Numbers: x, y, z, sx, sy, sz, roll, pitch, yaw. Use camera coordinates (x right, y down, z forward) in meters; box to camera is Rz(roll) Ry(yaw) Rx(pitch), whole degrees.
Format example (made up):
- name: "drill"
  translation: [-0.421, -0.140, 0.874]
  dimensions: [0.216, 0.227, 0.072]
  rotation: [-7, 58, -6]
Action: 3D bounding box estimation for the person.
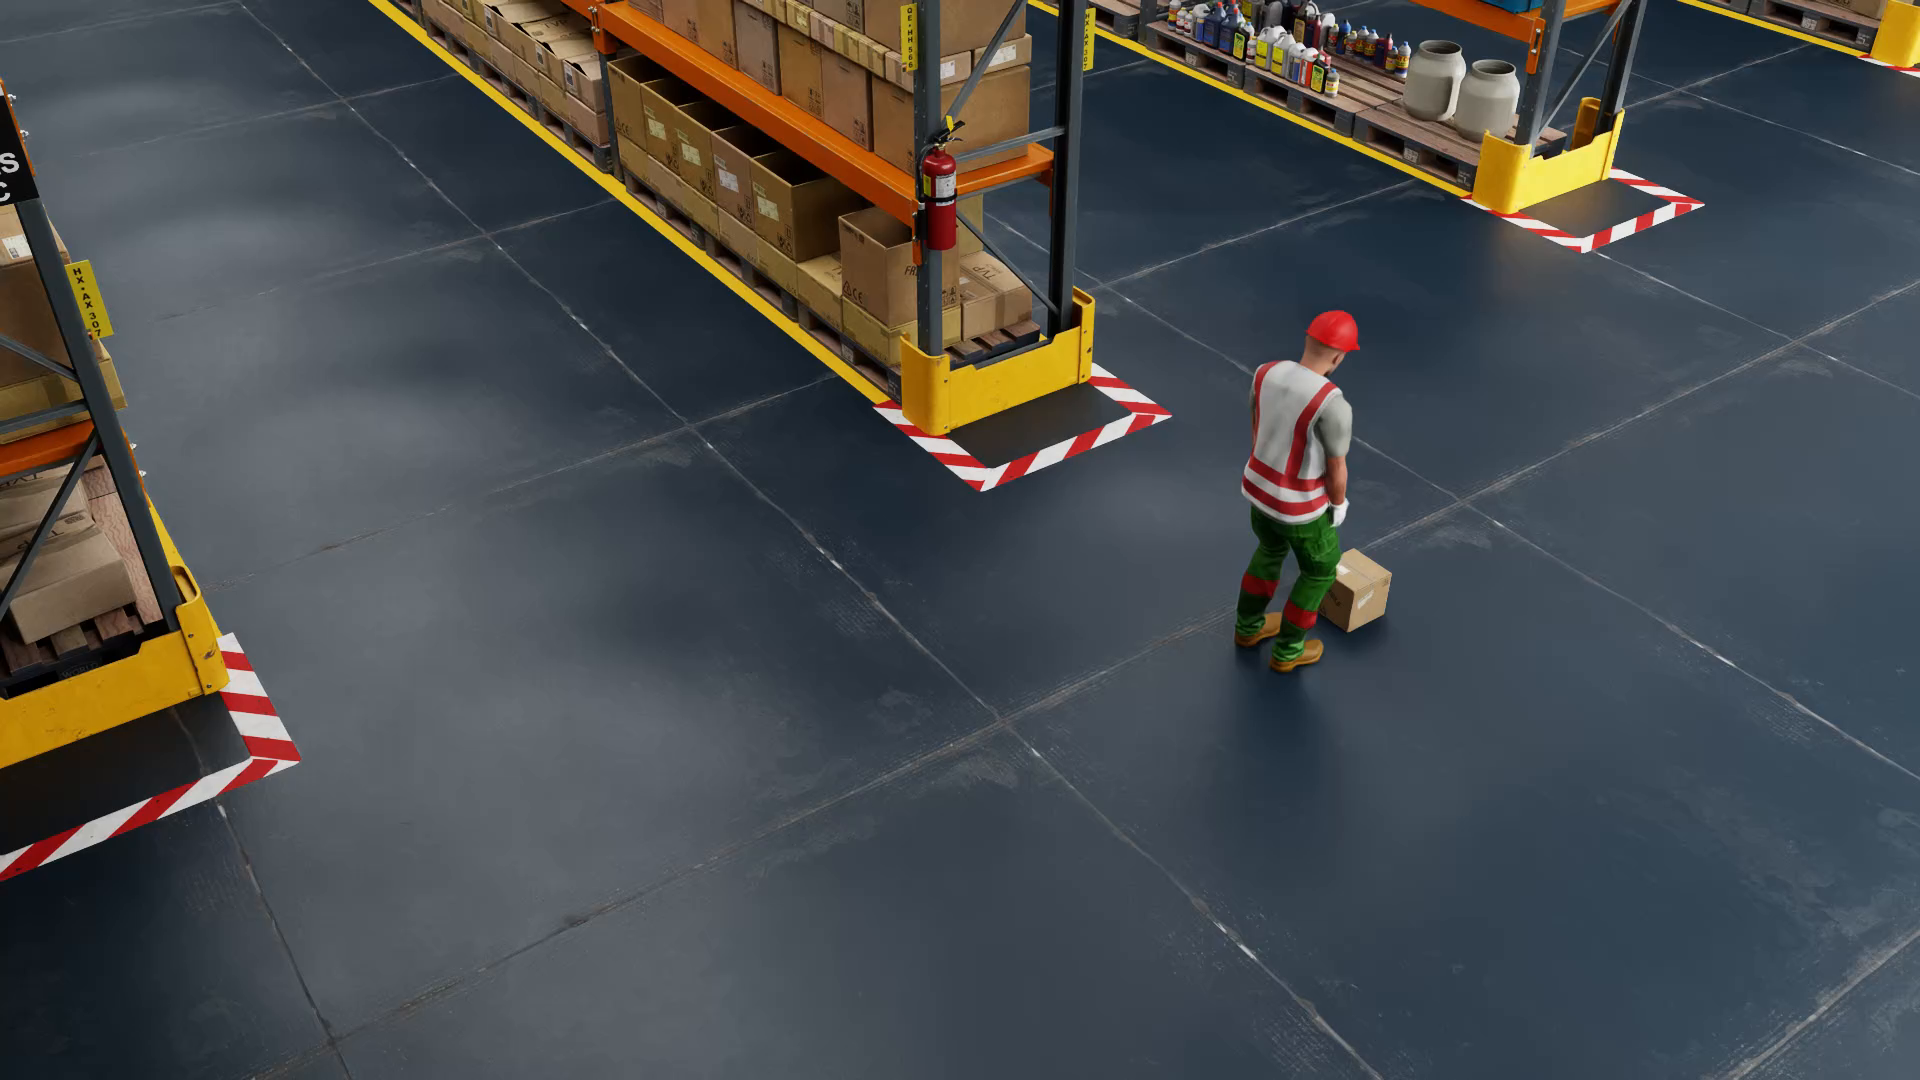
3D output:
- name: "person"
  translation: [1.476, -0.213, 7.333]
  dimensions: [0.477, 1.725, 0.547]
  rotation: [-21, 41, -27]
